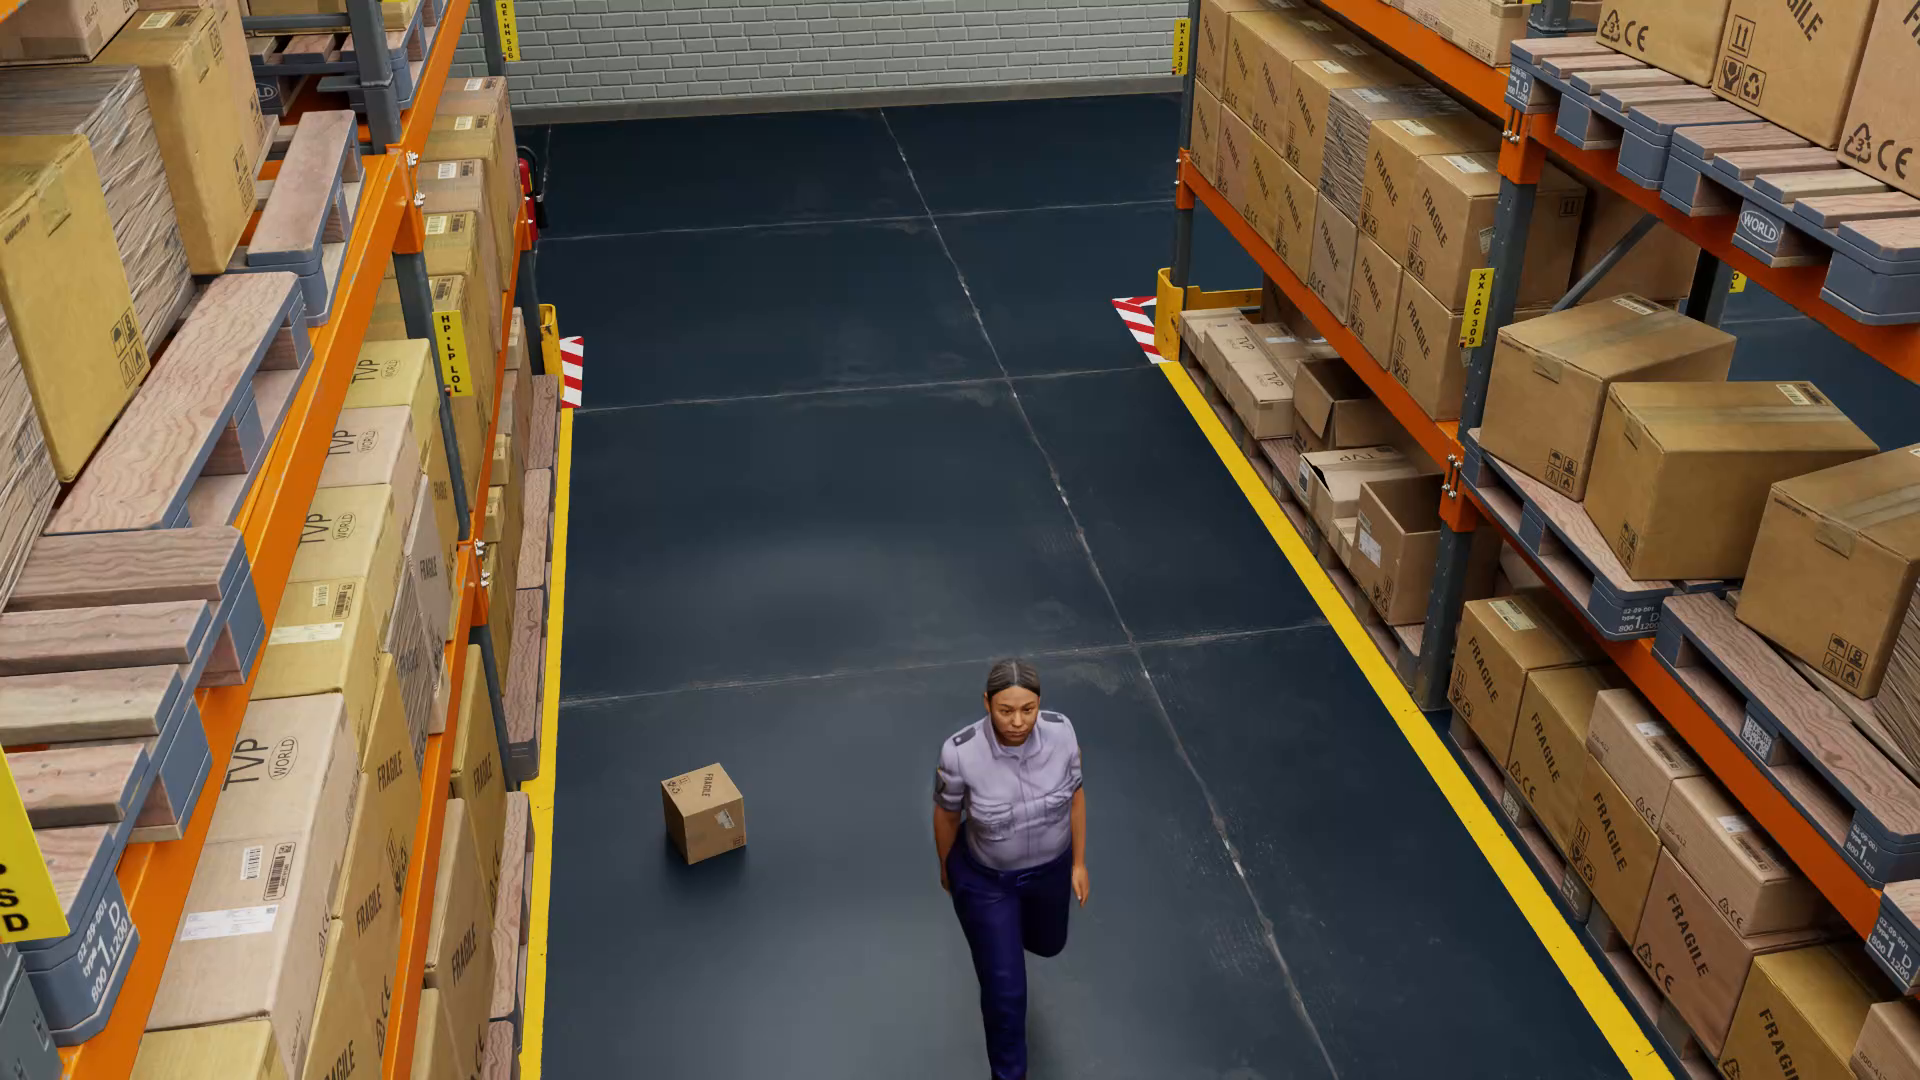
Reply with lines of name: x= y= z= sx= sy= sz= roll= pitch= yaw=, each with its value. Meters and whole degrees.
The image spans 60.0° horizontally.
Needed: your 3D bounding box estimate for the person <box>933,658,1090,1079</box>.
person: x=0.156 y=1.040 z=5.404 sx=0.482 sy=1.594 sz=0.856 roll=-11 pitch=33 yaw=-17
